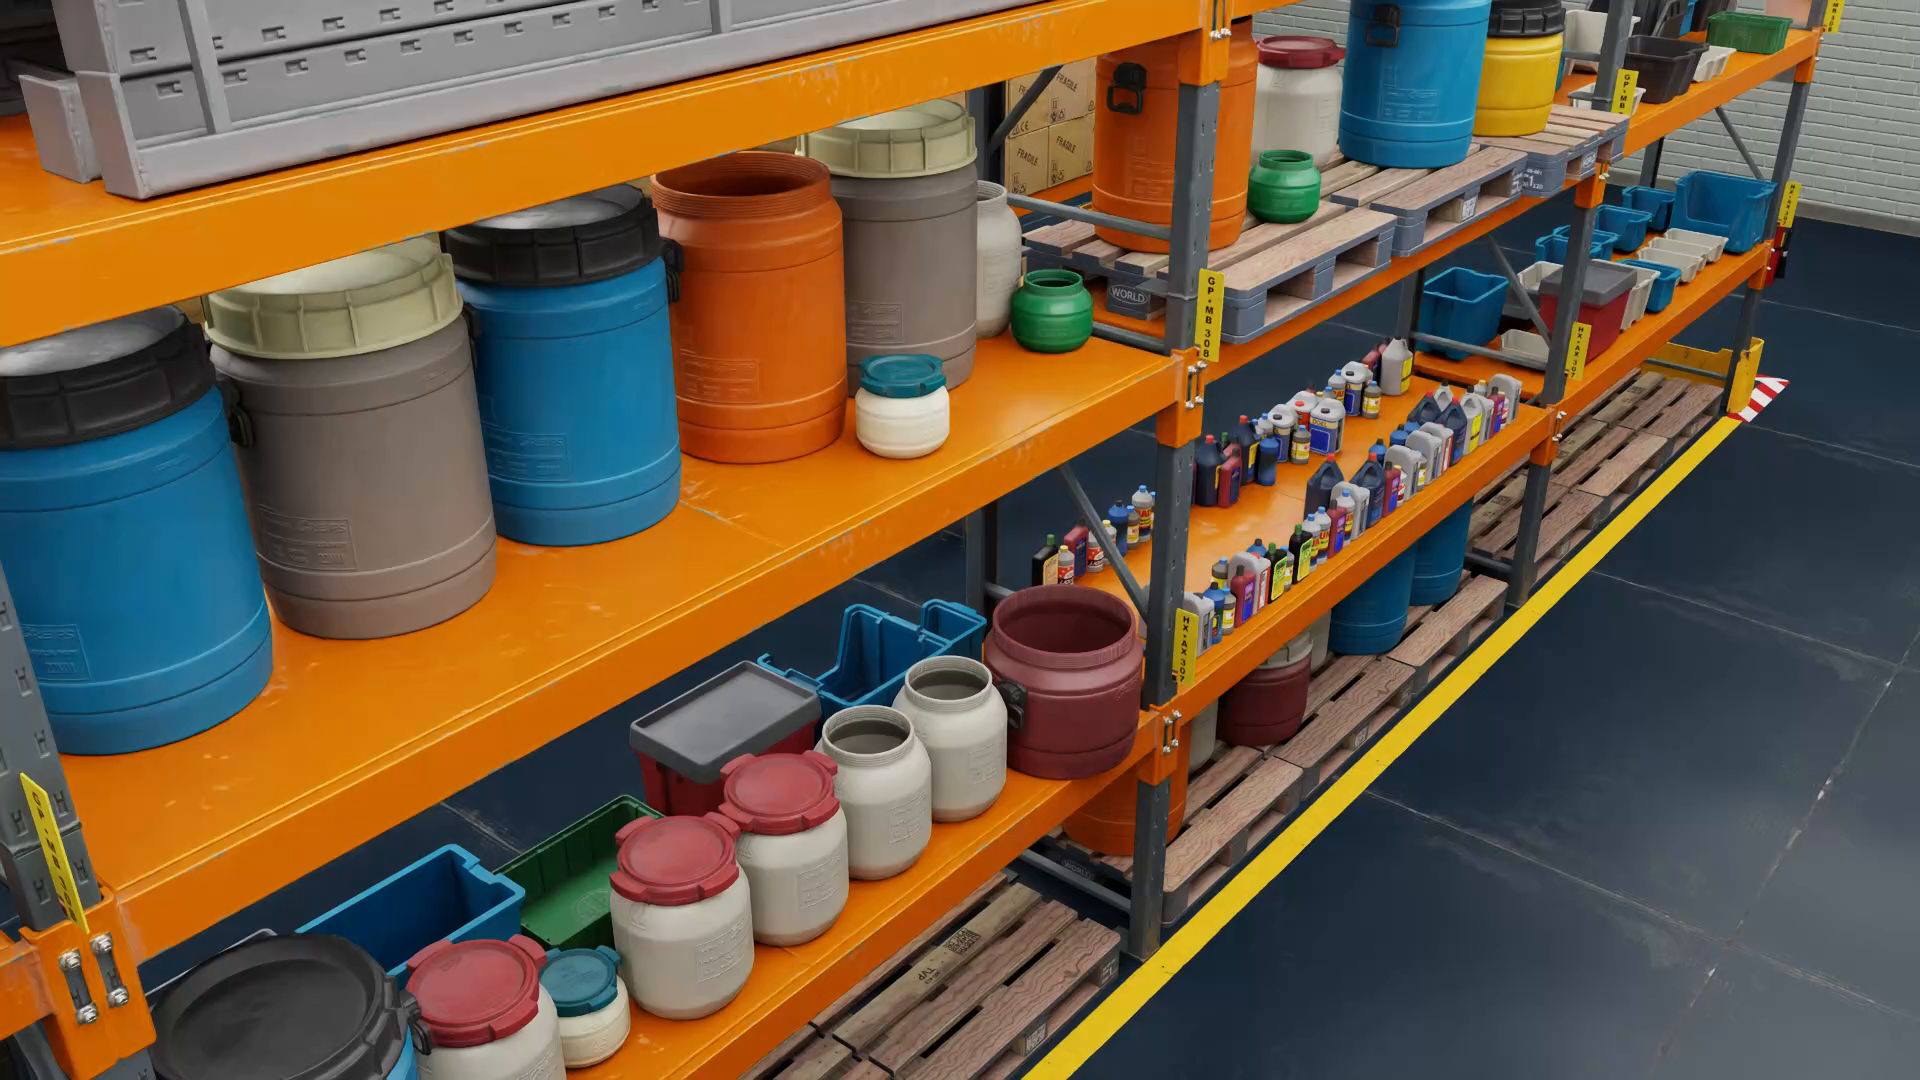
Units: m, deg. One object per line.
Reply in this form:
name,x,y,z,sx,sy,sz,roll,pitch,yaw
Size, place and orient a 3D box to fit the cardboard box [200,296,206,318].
cardboard box,-6.064,-2.321,13.855,0.750,0.750,0.750,21,34,34

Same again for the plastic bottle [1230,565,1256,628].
plastic bottle,1.218,0.227,7.174,0.061,0.283,0.133,21,34,34

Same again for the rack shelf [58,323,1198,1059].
rack shelf,-0.823,0.033,4.939,1.077,0.370,4.000,21,34,34

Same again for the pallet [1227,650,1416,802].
pallet,1.695,0.853,8.871,1.003,0.211,1.213,21,34,34

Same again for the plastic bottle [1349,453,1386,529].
plastic bottle,1.961,-0.247,8.017,0.144,0.351,0.185,21,34,34

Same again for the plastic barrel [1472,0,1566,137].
plastic barrel,2.570,-2.301,8.006,0.600,0.588,0.600,0,27,0

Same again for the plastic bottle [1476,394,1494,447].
plastic bottle,2.760,-0.662,8.901,0.152,0.276,0.135,21,34,34

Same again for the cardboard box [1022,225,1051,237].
cardboard box,0.835,-2.635,15.093,0.500,0.250,0.500,21,34,34

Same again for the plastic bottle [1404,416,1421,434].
plastic bottle,2.331,-0.511,8.614,0.097,0.271,0.097,0,27,0

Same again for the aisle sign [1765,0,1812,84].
aisle sign,5.810,-3.594,11.603,0.394,0.787,0.004,21,34,34

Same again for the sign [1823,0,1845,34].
sign,5.973,-3.630,11.352,0.100,0.325,0.005,21,34,34

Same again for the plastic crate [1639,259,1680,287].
plastic crate,4.631,-1.752,11.094,0.298,0.136,0.250,21,34,34

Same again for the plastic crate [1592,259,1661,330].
plastic crate,4.107,-1.543,10.531,0.437,0.282,0.530,21,34,34

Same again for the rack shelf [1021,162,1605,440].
rack shelf,1.721,-1.385,7.681,1.077,0.370,4.000,21,34,34

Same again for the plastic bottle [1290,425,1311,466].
plastic bottle,1.777,-0.500,8.668,0.097,0.201,0.097,0,27,0

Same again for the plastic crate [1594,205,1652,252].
plastic crate,4.708,-2.227,11.907,0.416,0.233,0.300,21,34,34

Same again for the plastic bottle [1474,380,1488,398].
plastic bottle,2.884,-0.789,9.226,0.097,0.201,0.097,0,27,0

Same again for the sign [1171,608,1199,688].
sign,0.878,0.423,6.491,0.100,0.325,0.005,21,34,34

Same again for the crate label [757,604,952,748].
crate label,-0.391,0.595,6.298,0.502,0.435,0.616,21,34,34

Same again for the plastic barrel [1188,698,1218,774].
plastic barrel,1.037,0.851,8.092,0.421,0.512,0.421,0,27,0

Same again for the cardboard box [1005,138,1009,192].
cardboard box,0.031,-2.858,12.901,0.500,0.500,0.500,21,34,35

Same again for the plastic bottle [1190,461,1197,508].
plastic bottle,1.104,-0.285,8.162,0.061,0.283,0.133,21,34,34

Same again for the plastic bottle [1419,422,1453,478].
plastic bottle,2.439,-0.484,8.555,0.152,0.276,0.135,21,34,34

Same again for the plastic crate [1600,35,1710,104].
plastic crate,3.995,-2.716,9.613,0.497,0.269,0.590,21,34,34

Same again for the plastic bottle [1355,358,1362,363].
plastic bottle,2.225,-0.891,9.347,0.097,0.271,0.097,0,27,0

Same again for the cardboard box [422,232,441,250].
cardboard box,-3.057,-1.599,10.011,0.700,0.500,0.500,10,29,18

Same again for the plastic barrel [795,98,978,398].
plastic barrel,-0.241,-0.990,5.589,0.600,0.901,0.600,0,27,0

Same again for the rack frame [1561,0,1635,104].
rack frame,2.993,-3.746,8.197,1.000,3.000,0.127,21,34,34

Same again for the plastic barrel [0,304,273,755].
plastic barrel,-1.939,-0.043,3.759,0.600,0.901,0.708,21,34,34

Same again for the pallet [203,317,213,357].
pallet,-6.636,-1.577,13.569,1.003,0.211,1.213,21,34,34

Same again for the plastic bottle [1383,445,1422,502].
plastic bottle,2.206,-0.354,8.304,0.152,0.276,0.135,21,34,34

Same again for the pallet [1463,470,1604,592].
pallet,3.431,-0.115,10.742,1.003,0.211,1.213,21,34,34

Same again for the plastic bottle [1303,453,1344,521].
plastic bottle,1.758,-0.244,8.011,0.144,0.351,0.185,21,34,34

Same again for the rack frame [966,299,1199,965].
rack frame,0.449,0.337,6.834,1.000,3.000,0.127,21,34,34

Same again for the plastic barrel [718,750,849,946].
plastic barrel,-0.575,1.006,5.393,0.433,0.535,0.433,0,27,0

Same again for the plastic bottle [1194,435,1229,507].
plastic bottle,1.238,-0.359,8.232,0.144,0.351,0.185,21,34,34

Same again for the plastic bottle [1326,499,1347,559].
plastic bottle,1.744,-0.066,7.741,0.061,0.283,0.133,21,34,34

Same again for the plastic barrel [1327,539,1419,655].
plastic barrel,2.184,0.103,9.113,0.600,0.901,0.708,21,34,34

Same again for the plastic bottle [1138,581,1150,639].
plastic bottle,0.856,0.289,7.062,0.152,0.276,0.135,21,34,34

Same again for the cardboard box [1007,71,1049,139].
cardboard box,0.346,-3.469,12.994,0.500,0.500,0.500,20,33,33

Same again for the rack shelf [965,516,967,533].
rack shelf,0.034,-0.229,10.678,0.215,0.259,0.240,21,34,34

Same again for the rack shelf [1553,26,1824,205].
rack shelf,4.266,-2.803,10.422,1.077,0.370,4.000,21,34,34

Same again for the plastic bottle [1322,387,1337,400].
plastic bottle,2.016,-0.743,9.138,0.097,0.201,0.097,0,27,0

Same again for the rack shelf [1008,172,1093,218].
rack shelf,0.446,-2.920,13.912,1.077,0.370,4.000,21,34,34

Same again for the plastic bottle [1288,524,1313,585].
plastic bottle,1.535,0.050,7.516,0.061,0.283,0.133,21,34,34

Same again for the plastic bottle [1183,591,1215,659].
plastic bottle,0.974,0.333,6.976,0.152,0.276,0.135,21,34,34

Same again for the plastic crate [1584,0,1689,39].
plastic crate,4.354,-3.343,10.750,0.504,0.338,0.767,21,34,34

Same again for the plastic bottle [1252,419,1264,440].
plastic bottle,1.512,-0.493,8.579,0.097,0.271,0.097,0,27,0

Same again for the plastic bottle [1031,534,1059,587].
plastic bottle,0.377,0.121,7.379,0.061,0.283,0.133,21,34,34

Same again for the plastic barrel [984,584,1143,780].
plastic barrel,0.388,0.530,6.314,0.600,0.536,0.708,21,34,34

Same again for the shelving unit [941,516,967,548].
shelving unit,0.034,-0.485,10.545,0.215,1.050,0.252,21,34,34

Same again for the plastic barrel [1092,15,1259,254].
plastic barrel,0.813,-1.573,6.337,0.600,0.830,0.708,21,34,34

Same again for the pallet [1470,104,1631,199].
pallet,2.570,-2.023,8.337,1.213,0.211,1.003,21,34,34

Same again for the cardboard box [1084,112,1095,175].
cardboard box,0.994,-3.394,13.938,0.500,0.500,0.500,21,34,35

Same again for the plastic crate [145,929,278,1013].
plastic crate,-2.023,1.466,4.583,0.402,0.464,0.583,21,34,34
